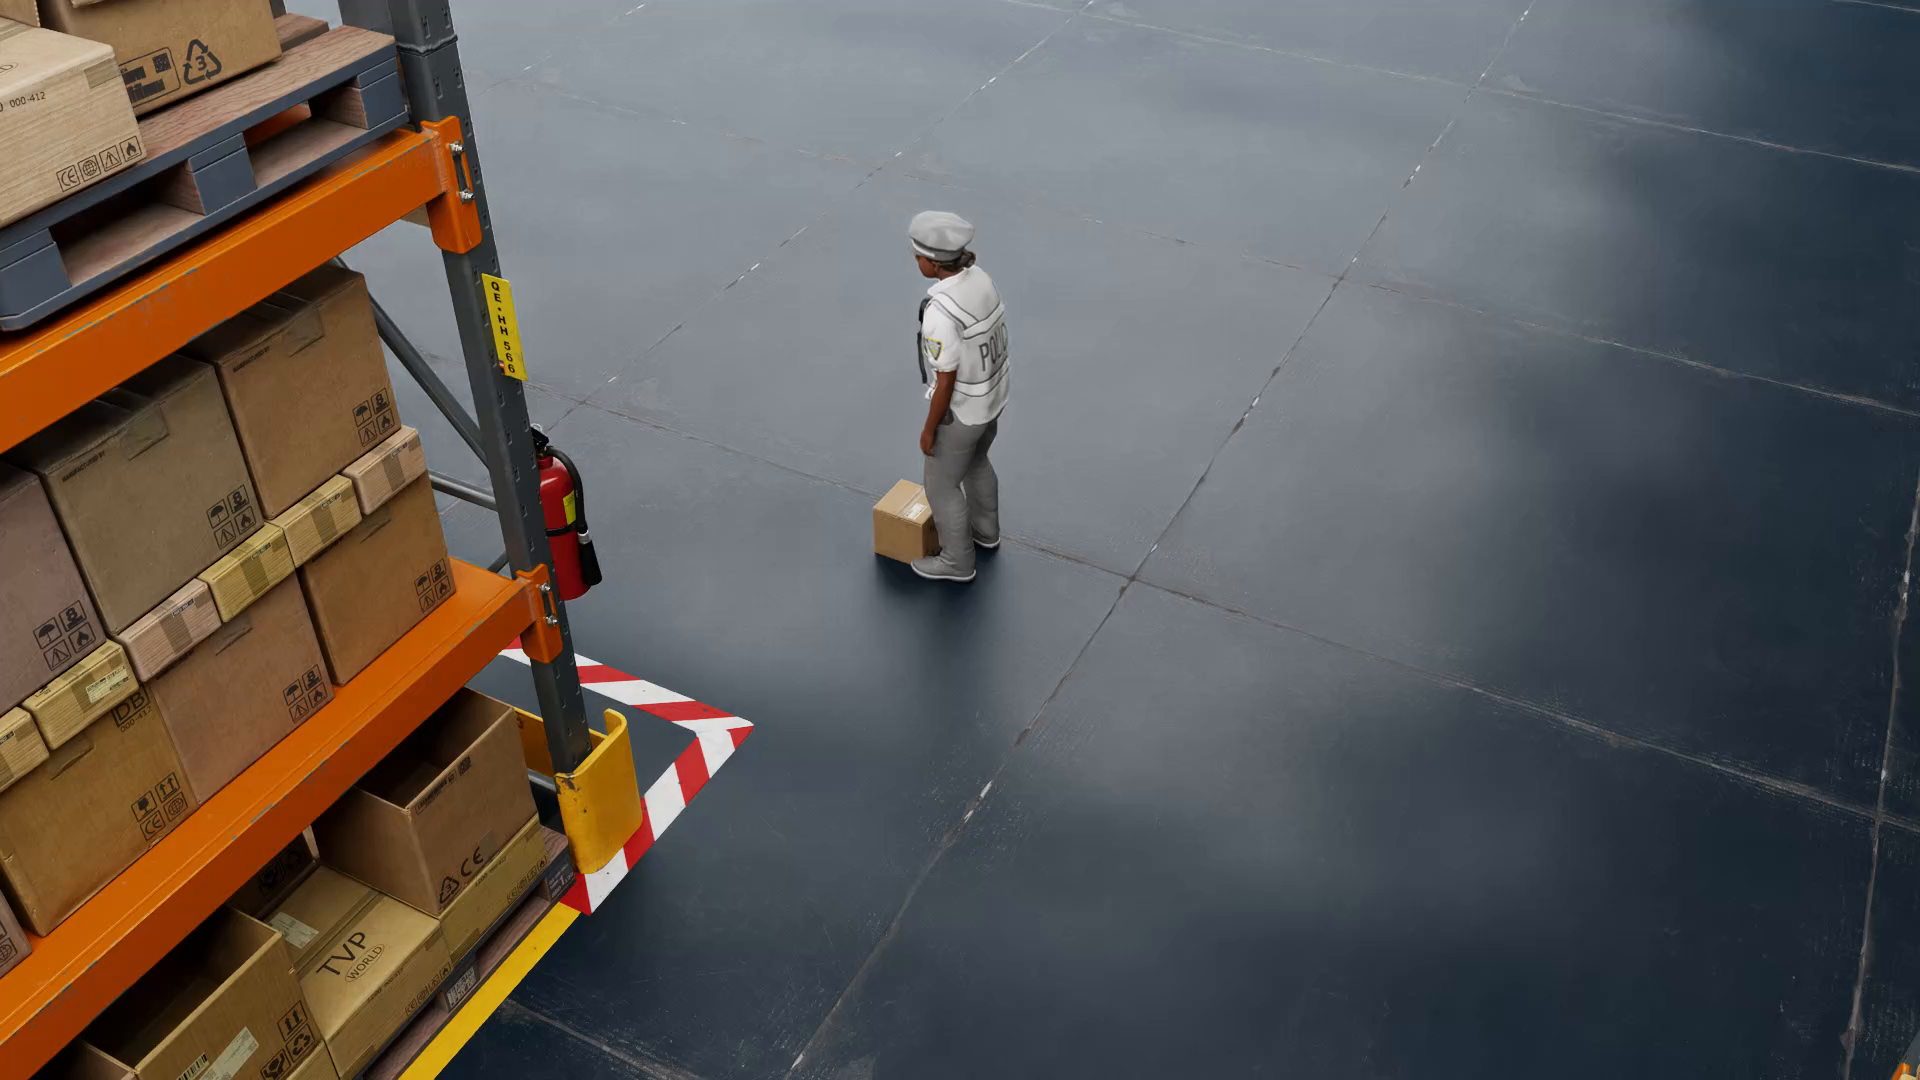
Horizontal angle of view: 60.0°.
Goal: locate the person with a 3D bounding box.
[{"bbox_3d":[-0.005,-0.566,6.871,0.396,1.660,0.524,17,41,20],"label":"person"}]
